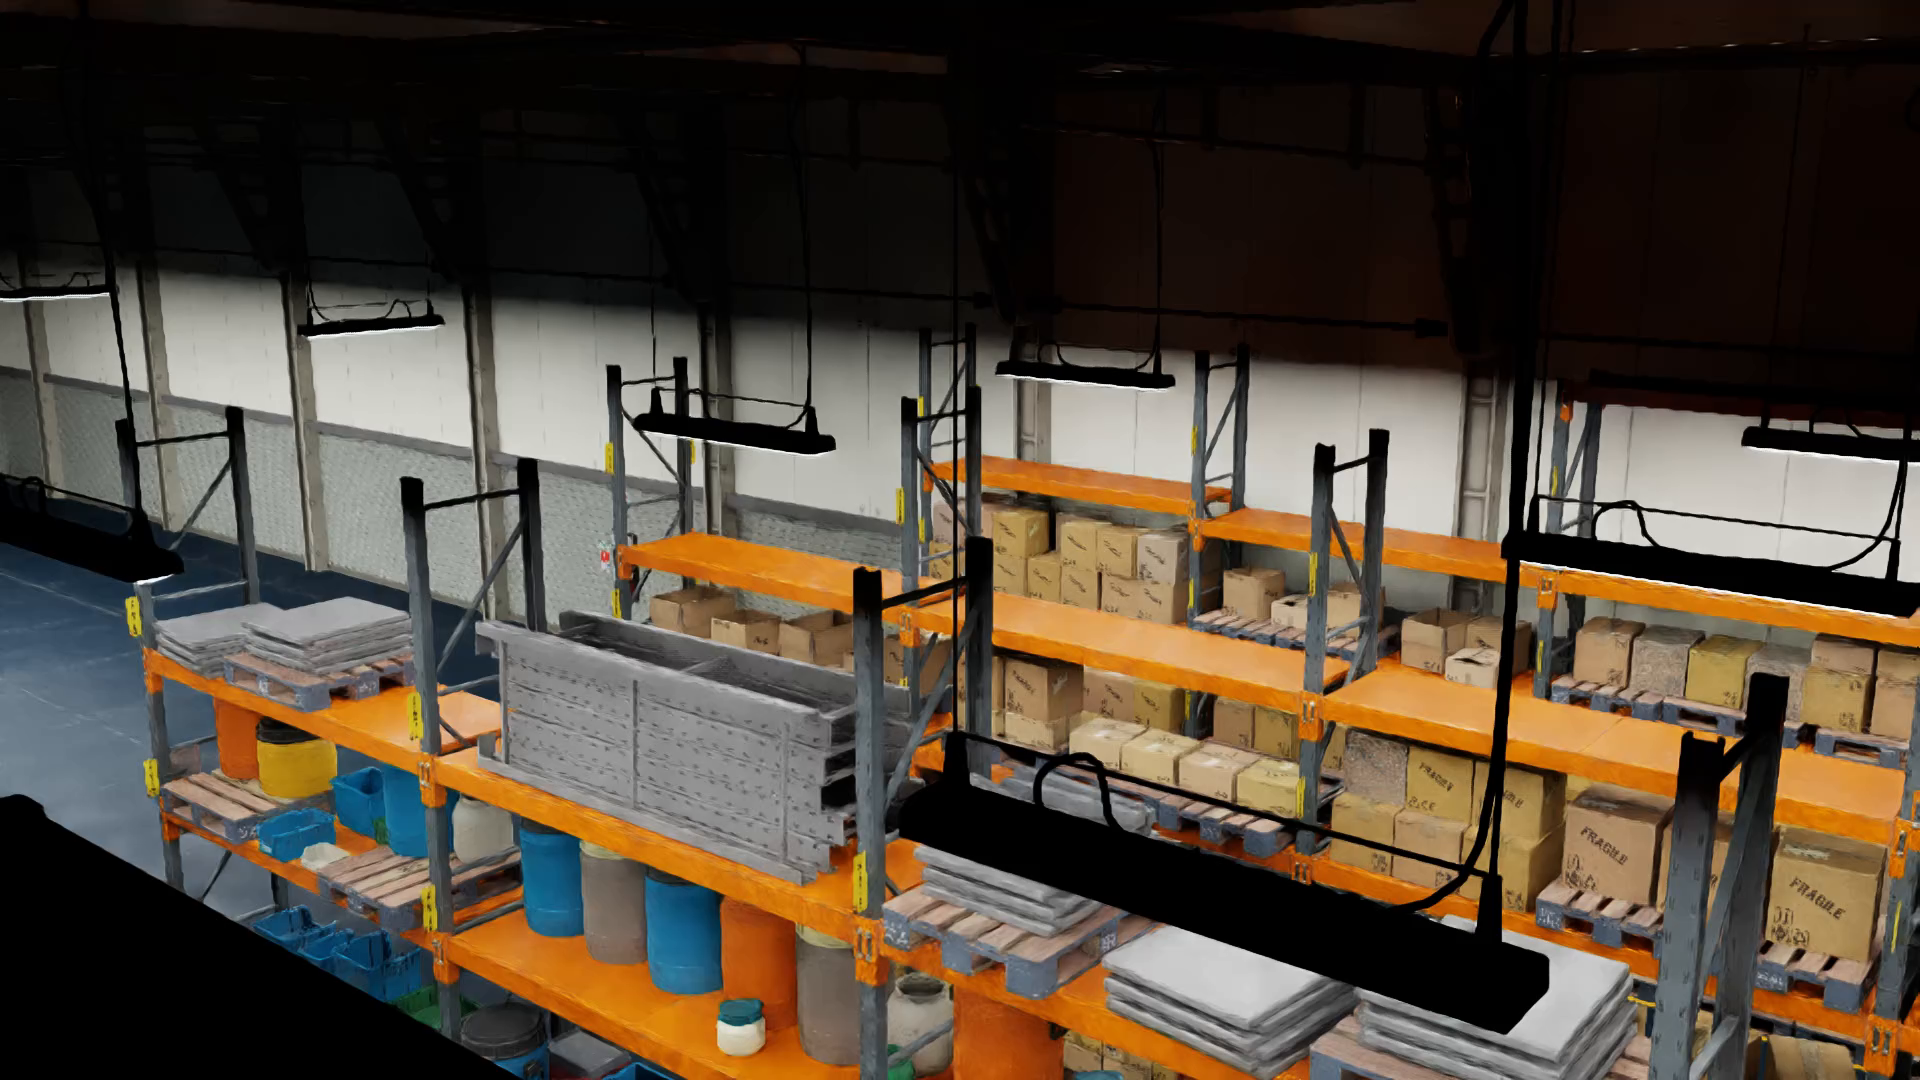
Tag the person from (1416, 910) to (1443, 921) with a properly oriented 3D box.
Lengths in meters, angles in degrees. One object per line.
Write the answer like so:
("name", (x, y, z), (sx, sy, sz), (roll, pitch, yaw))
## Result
("person", (4.744, 3.646, 16.349), (0.993, 1.621, 0.483), (7, 15, 30))
